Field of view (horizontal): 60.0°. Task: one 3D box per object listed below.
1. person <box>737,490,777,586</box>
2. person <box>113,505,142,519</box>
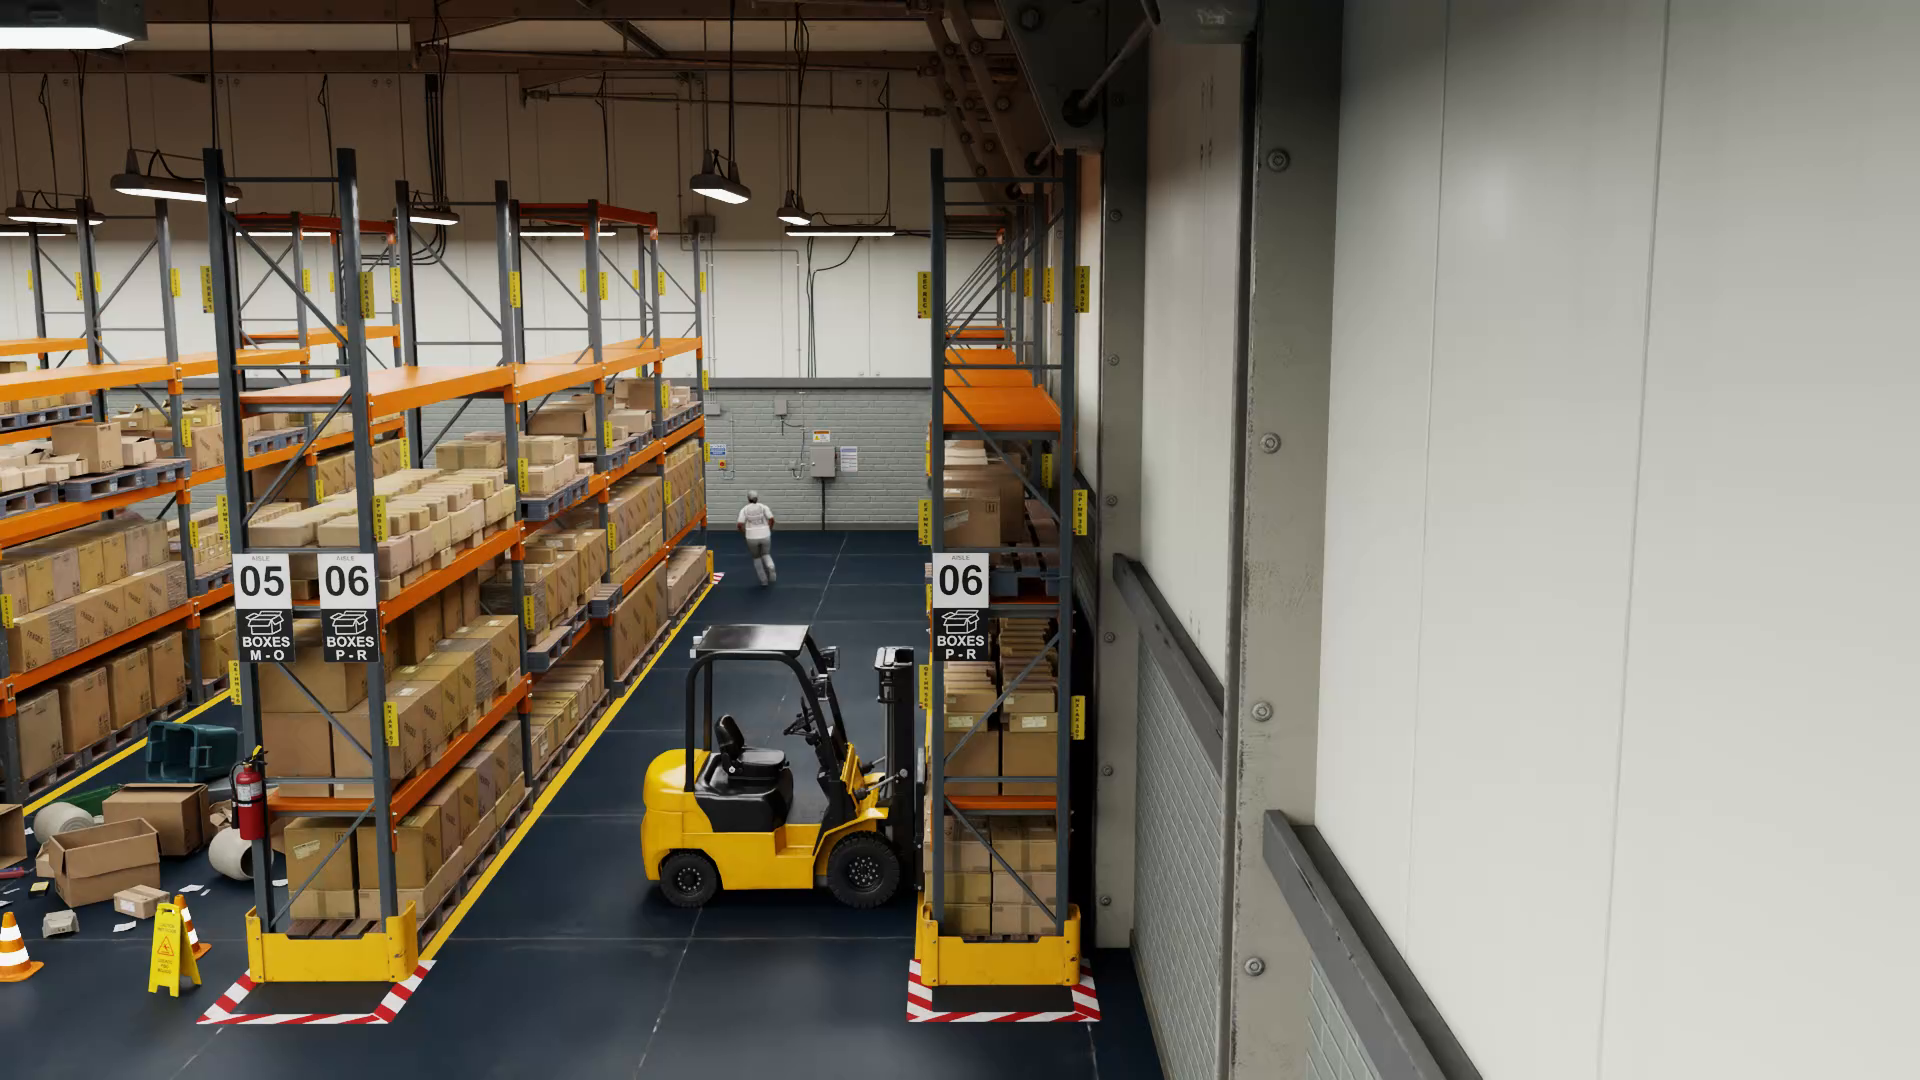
[{"bbox_3d":[-3.389,-0.032,27.601,0.612,1.609,0.541,-3,10,-18],"label":"person"},{"bbox_3d":[-12.813,0.179,25.527,0.699,1.770,1.065,-1,9,-4],"label":"person"}]
